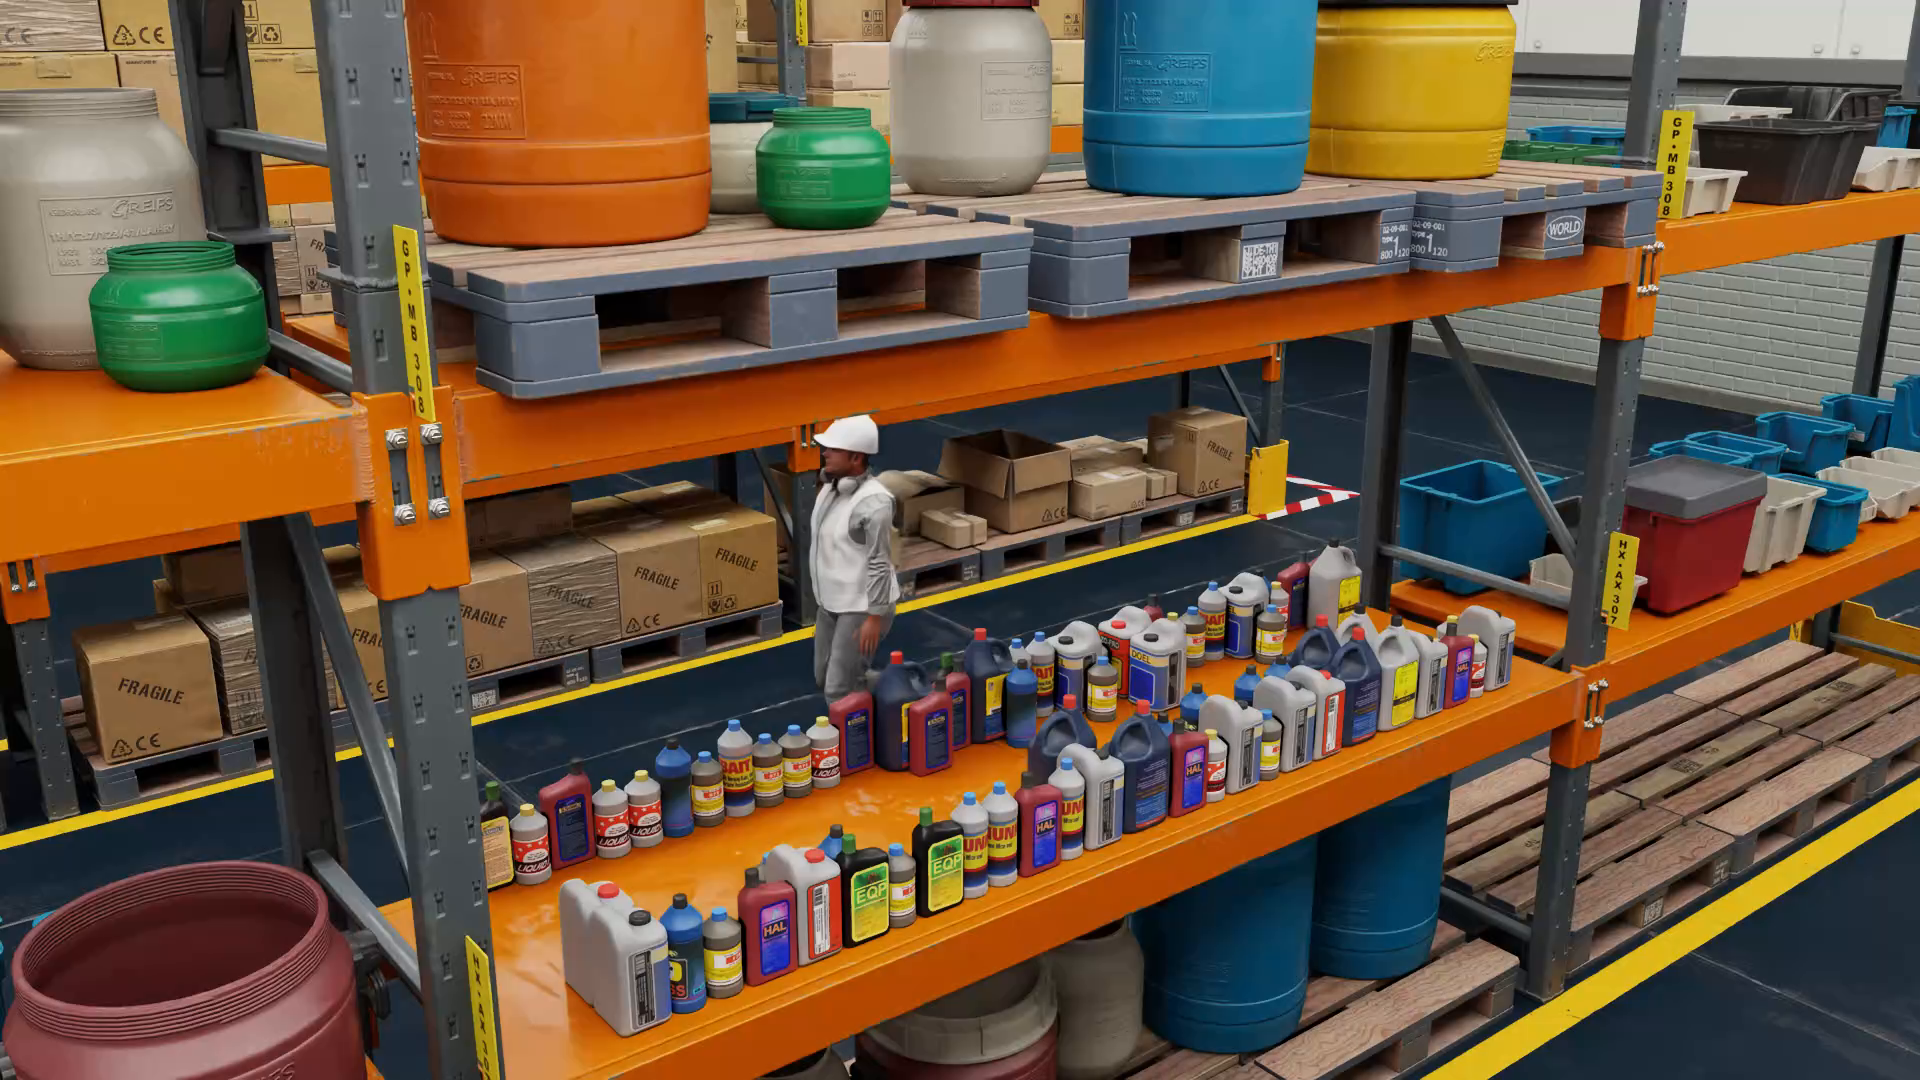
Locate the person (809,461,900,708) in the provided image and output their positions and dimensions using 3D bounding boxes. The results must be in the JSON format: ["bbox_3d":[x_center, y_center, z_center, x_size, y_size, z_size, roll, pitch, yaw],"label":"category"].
[{"bbox_3d":[-0.404,0.343,7.652,0.545,1.475,0.448,-9,20,-27],"label":"person"}]
